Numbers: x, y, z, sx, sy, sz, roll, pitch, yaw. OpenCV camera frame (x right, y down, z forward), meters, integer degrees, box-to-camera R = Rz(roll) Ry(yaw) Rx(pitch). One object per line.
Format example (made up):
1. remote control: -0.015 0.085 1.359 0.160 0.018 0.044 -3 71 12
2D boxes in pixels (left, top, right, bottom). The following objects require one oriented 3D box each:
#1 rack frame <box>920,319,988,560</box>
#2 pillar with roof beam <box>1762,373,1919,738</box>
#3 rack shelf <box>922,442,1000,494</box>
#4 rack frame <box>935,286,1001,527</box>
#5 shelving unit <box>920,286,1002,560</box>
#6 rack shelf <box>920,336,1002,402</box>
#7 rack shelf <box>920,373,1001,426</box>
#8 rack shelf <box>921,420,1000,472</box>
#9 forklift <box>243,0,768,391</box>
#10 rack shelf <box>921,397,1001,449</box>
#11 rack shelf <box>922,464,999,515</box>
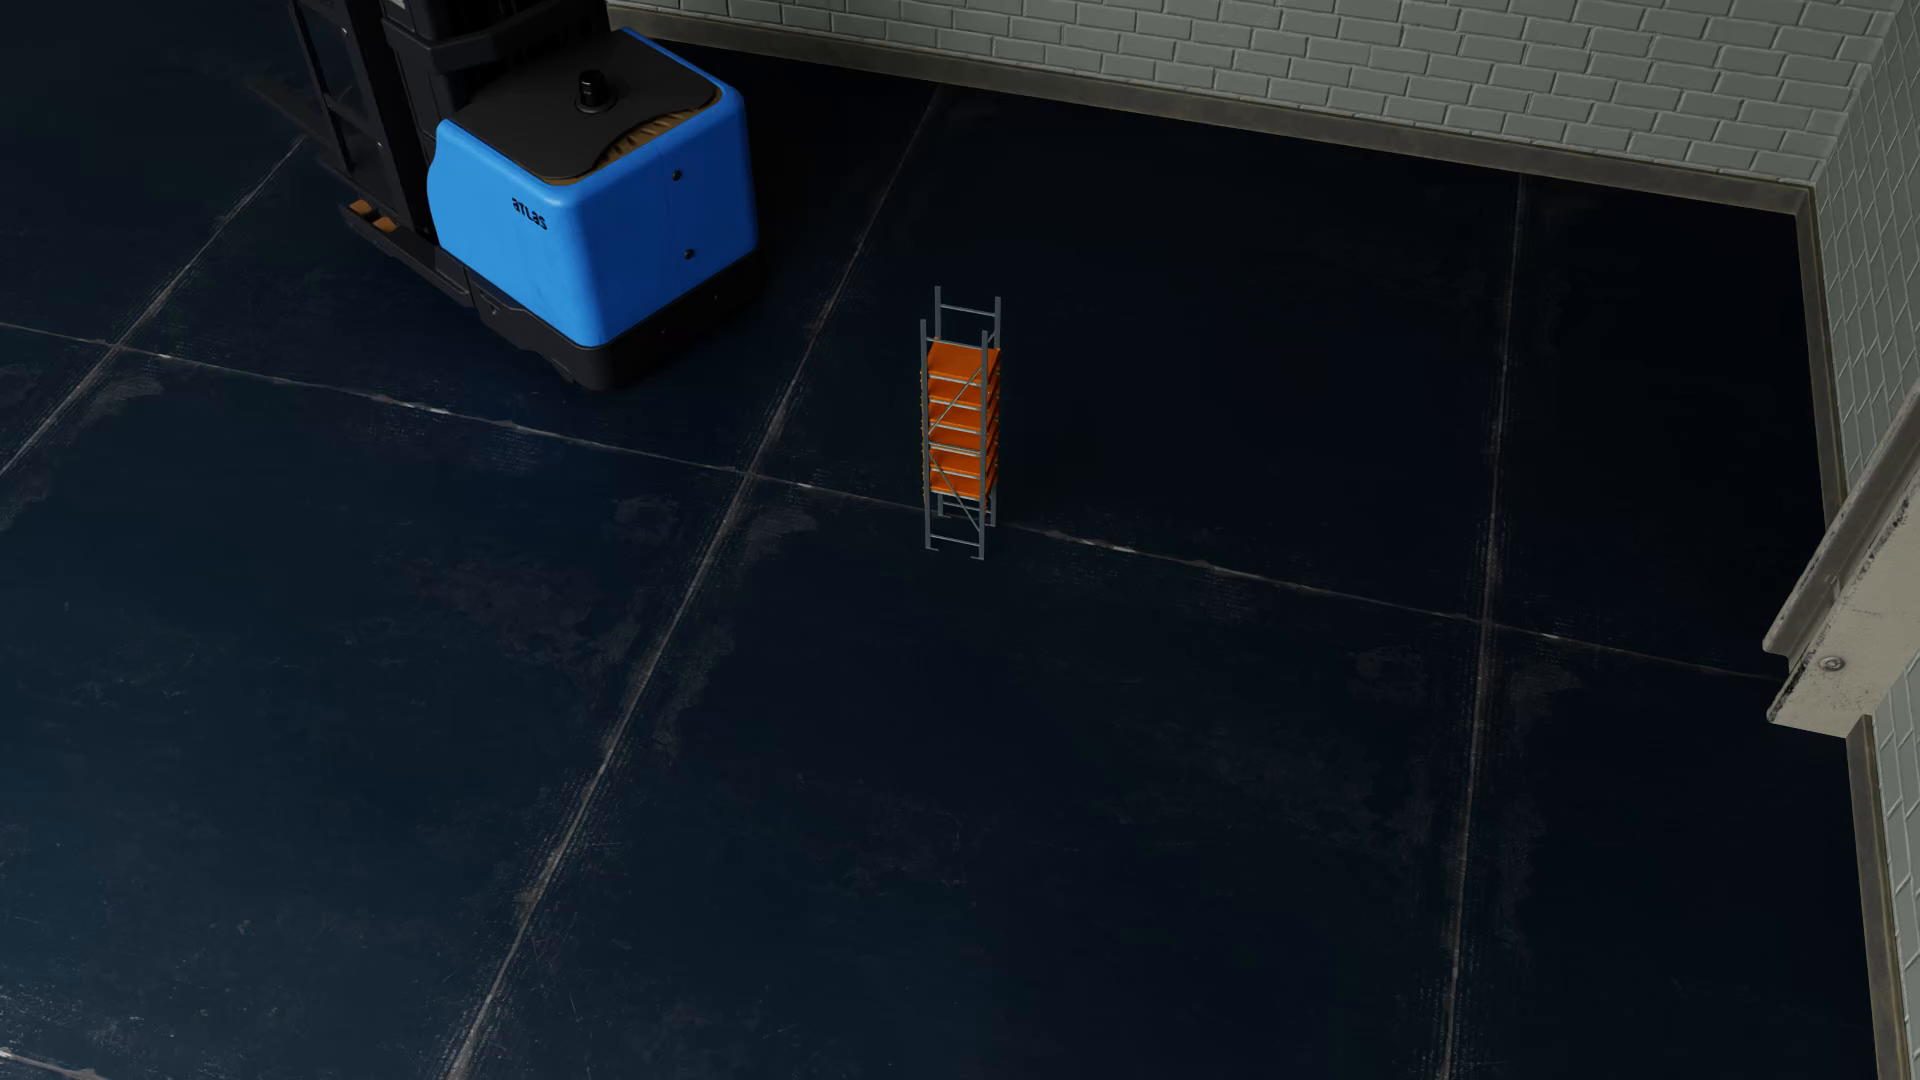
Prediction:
1. rack frame: -0.020 -0.341 6.170 0.240 1.200 0.006 12 50 10
2. pillar with roof beam: -0.999 -3.275 3.557 9.100 9.000 0.400 12 50 10
3. rack shelf: 0.004 -0.299 6.352 0.258 0.103 0.180 12 50 10
4. rack frame: 0.028 -0.474 6.287 0.240 1.200 0.006 12 50 10
5. shelving unit: 0.004 -0.408 6.228 0.258 1.200 0.189 12 50 10
6. rack shelf: 0.004 -0.616 5.992 0.258 0.103 0.180 12 50 10
7. rack shelf: 0.004 -0.537 6.082 0.258 0.103 0.180 12 50 10
8. rack shelf: 0.004 -0.378 6.262 0.258 0.103 0.180 12 50 10
9. forklift: -2.304 -2.587 6.997 3.031 2.935 1.130 35 57 27
10. rack shelf: 0.004 -0.458 6.172 0.258 0.103 0.180 12 50 10
11. rack shelf: 0.004 -0.219 6.441 0.258 0.103 0.180 12 50 10
